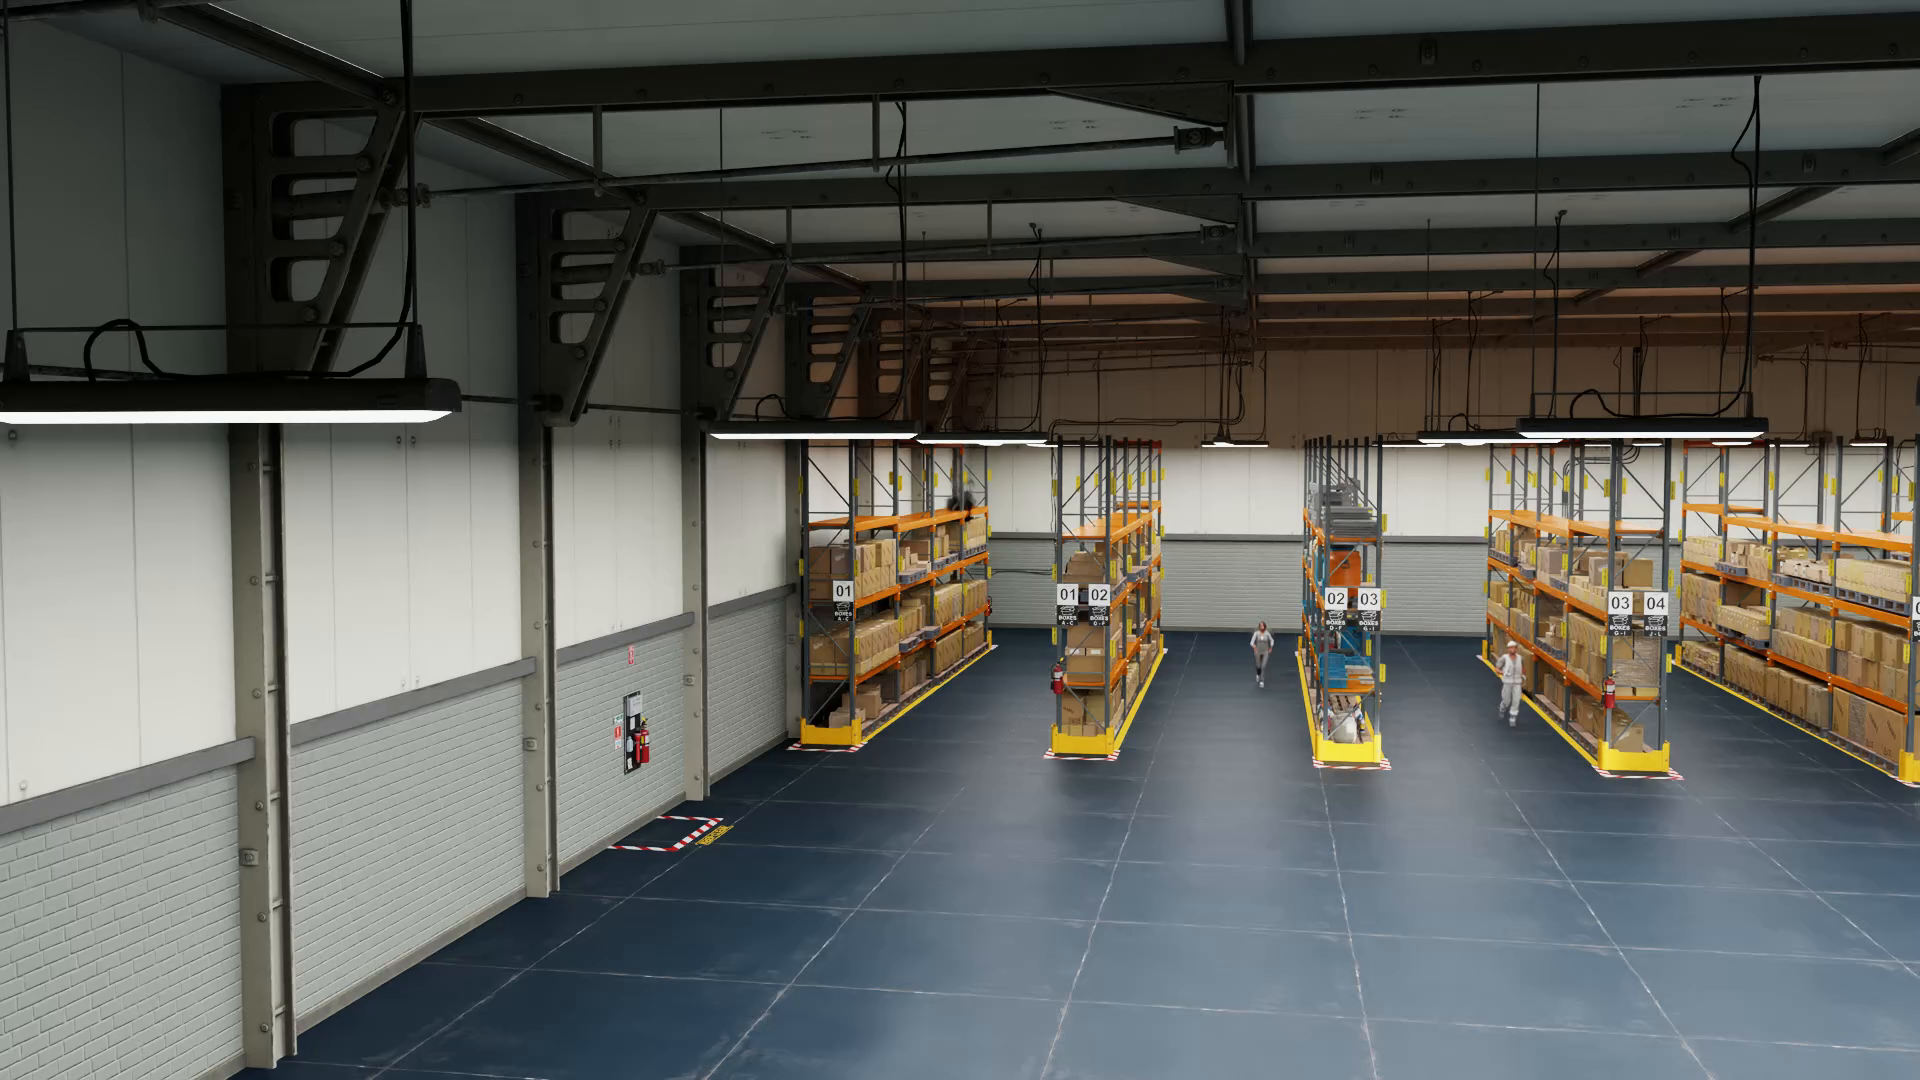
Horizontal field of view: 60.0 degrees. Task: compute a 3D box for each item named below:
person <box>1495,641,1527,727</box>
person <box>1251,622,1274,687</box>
[{"bbox_3d":[11.432,2.972,34.499,0.663,1.757,0.752,0,3,1],"label":"person"},{"bbox_3d":[7.350,2.762,40.404,0.564,1.582,0.611,1,3,10],"label":"person"}]
